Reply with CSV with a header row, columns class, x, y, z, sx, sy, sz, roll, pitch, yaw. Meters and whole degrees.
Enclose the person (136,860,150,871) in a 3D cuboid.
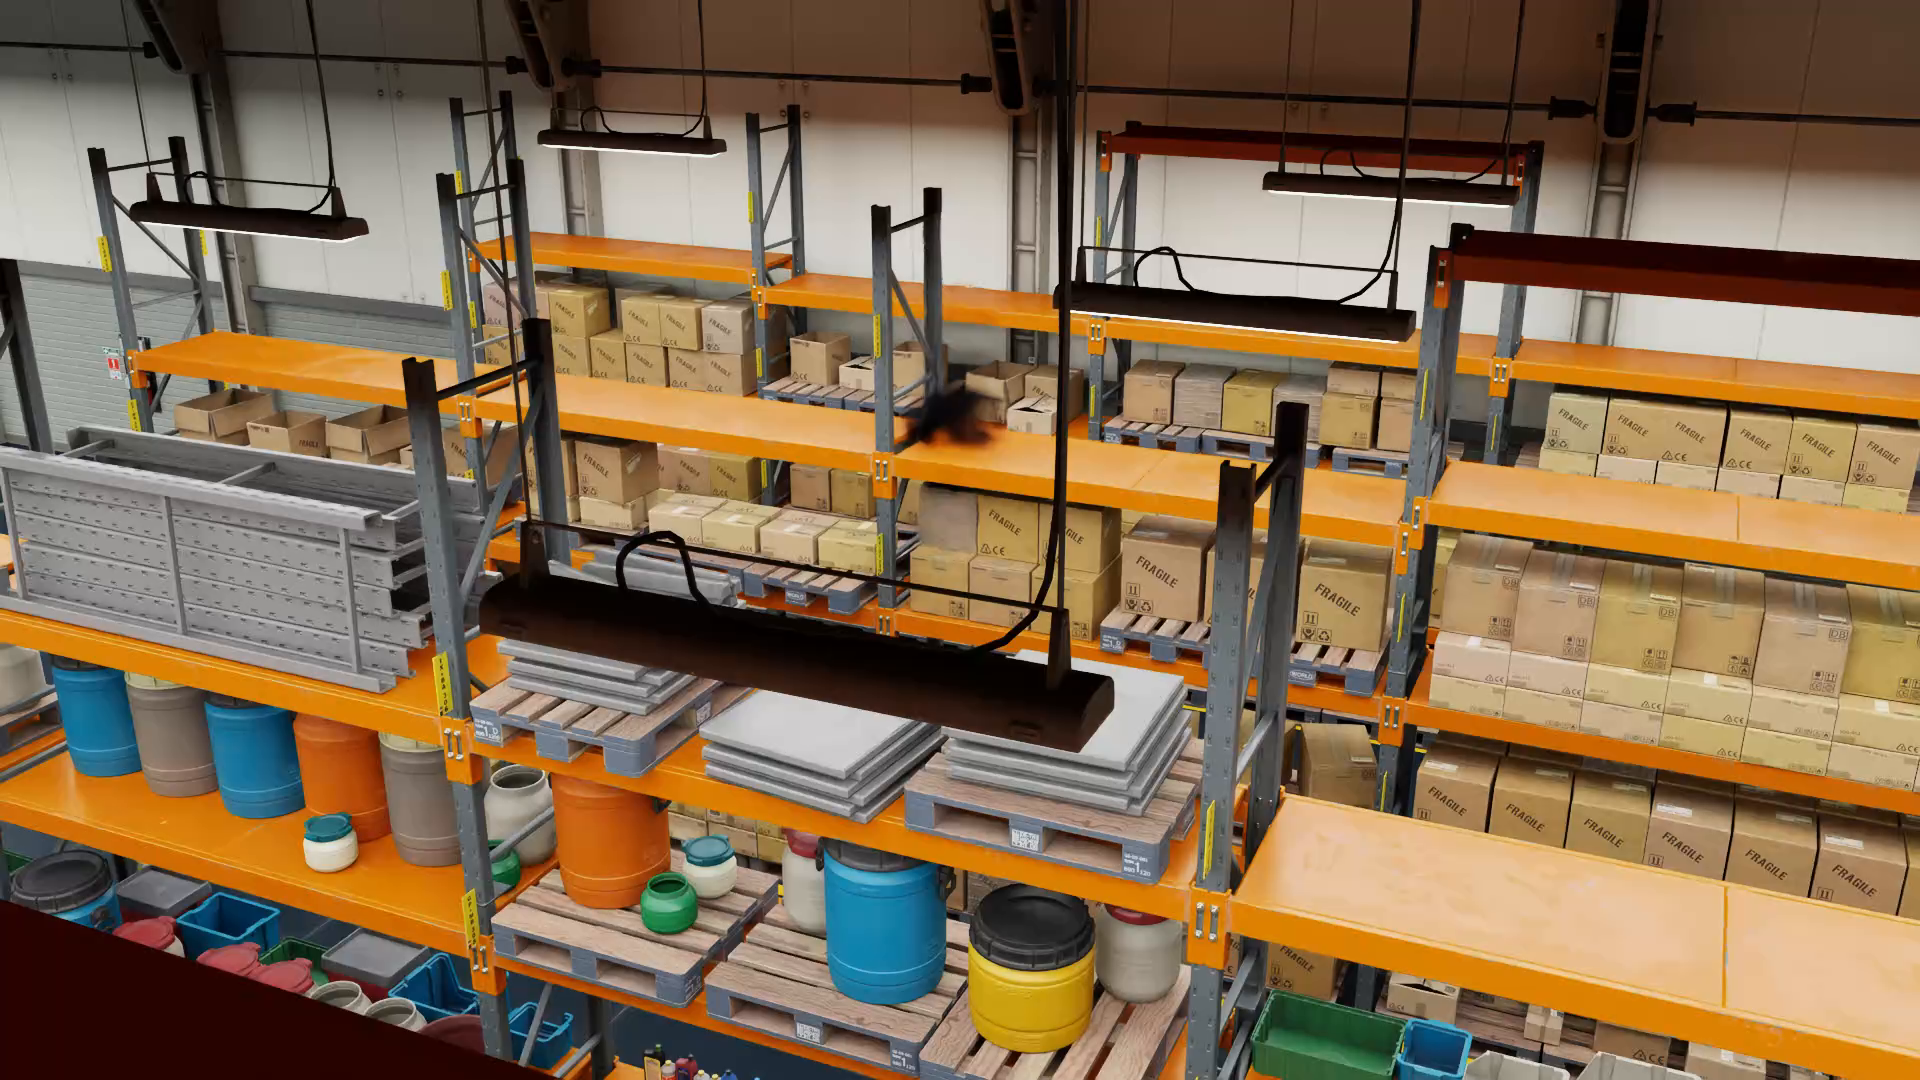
class,x,y,z,sx,sy,sz,roll,pitch,yaw
person,-6.381,2.601,13.333,0.958,1.770,0.690,6,21,15
